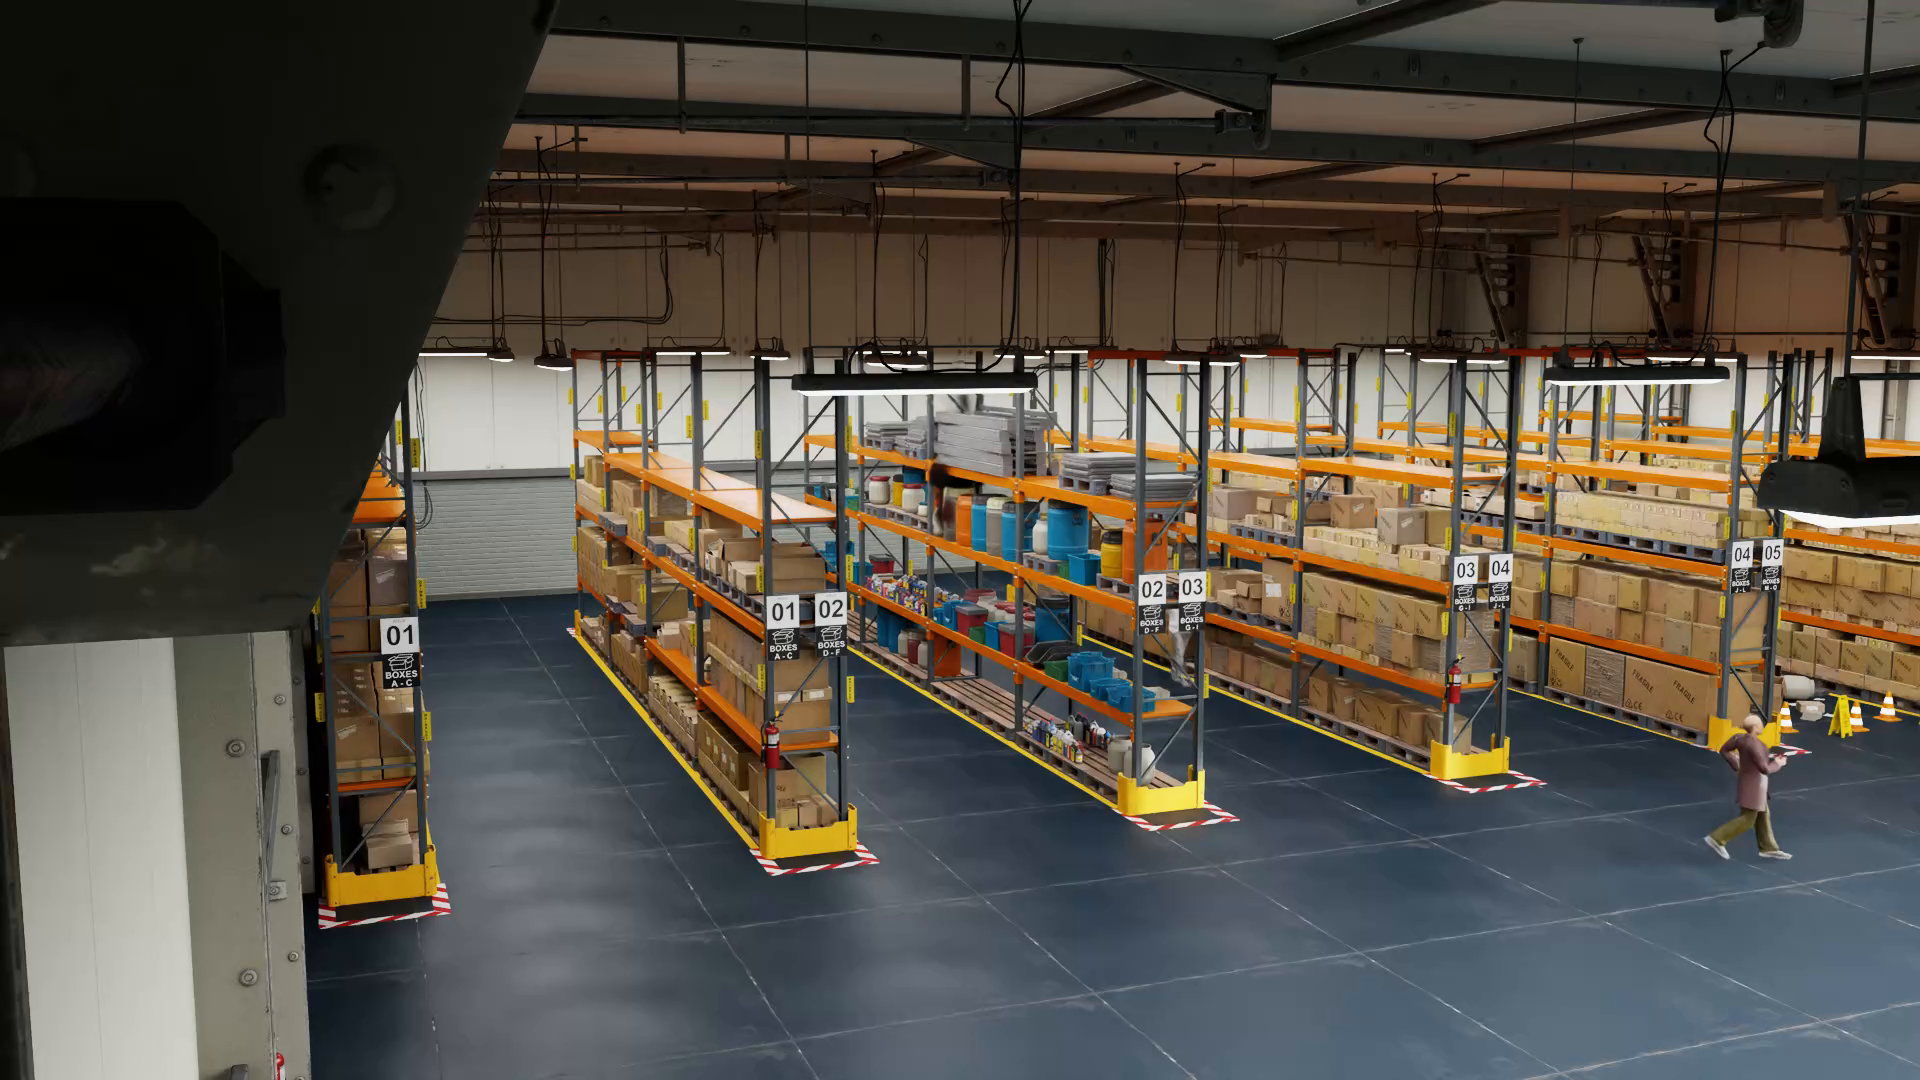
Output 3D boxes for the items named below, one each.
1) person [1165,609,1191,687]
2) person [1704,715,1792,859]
[{"bbox_3d":[3.805,1.675,28.653,0.718,1.697,0.850,-3,8,-22],"label":"person"},{"bbox_3d":[9.448,2.959,19.865,1.066,1.760,0.673,1,7,6],"label":"person"}]
